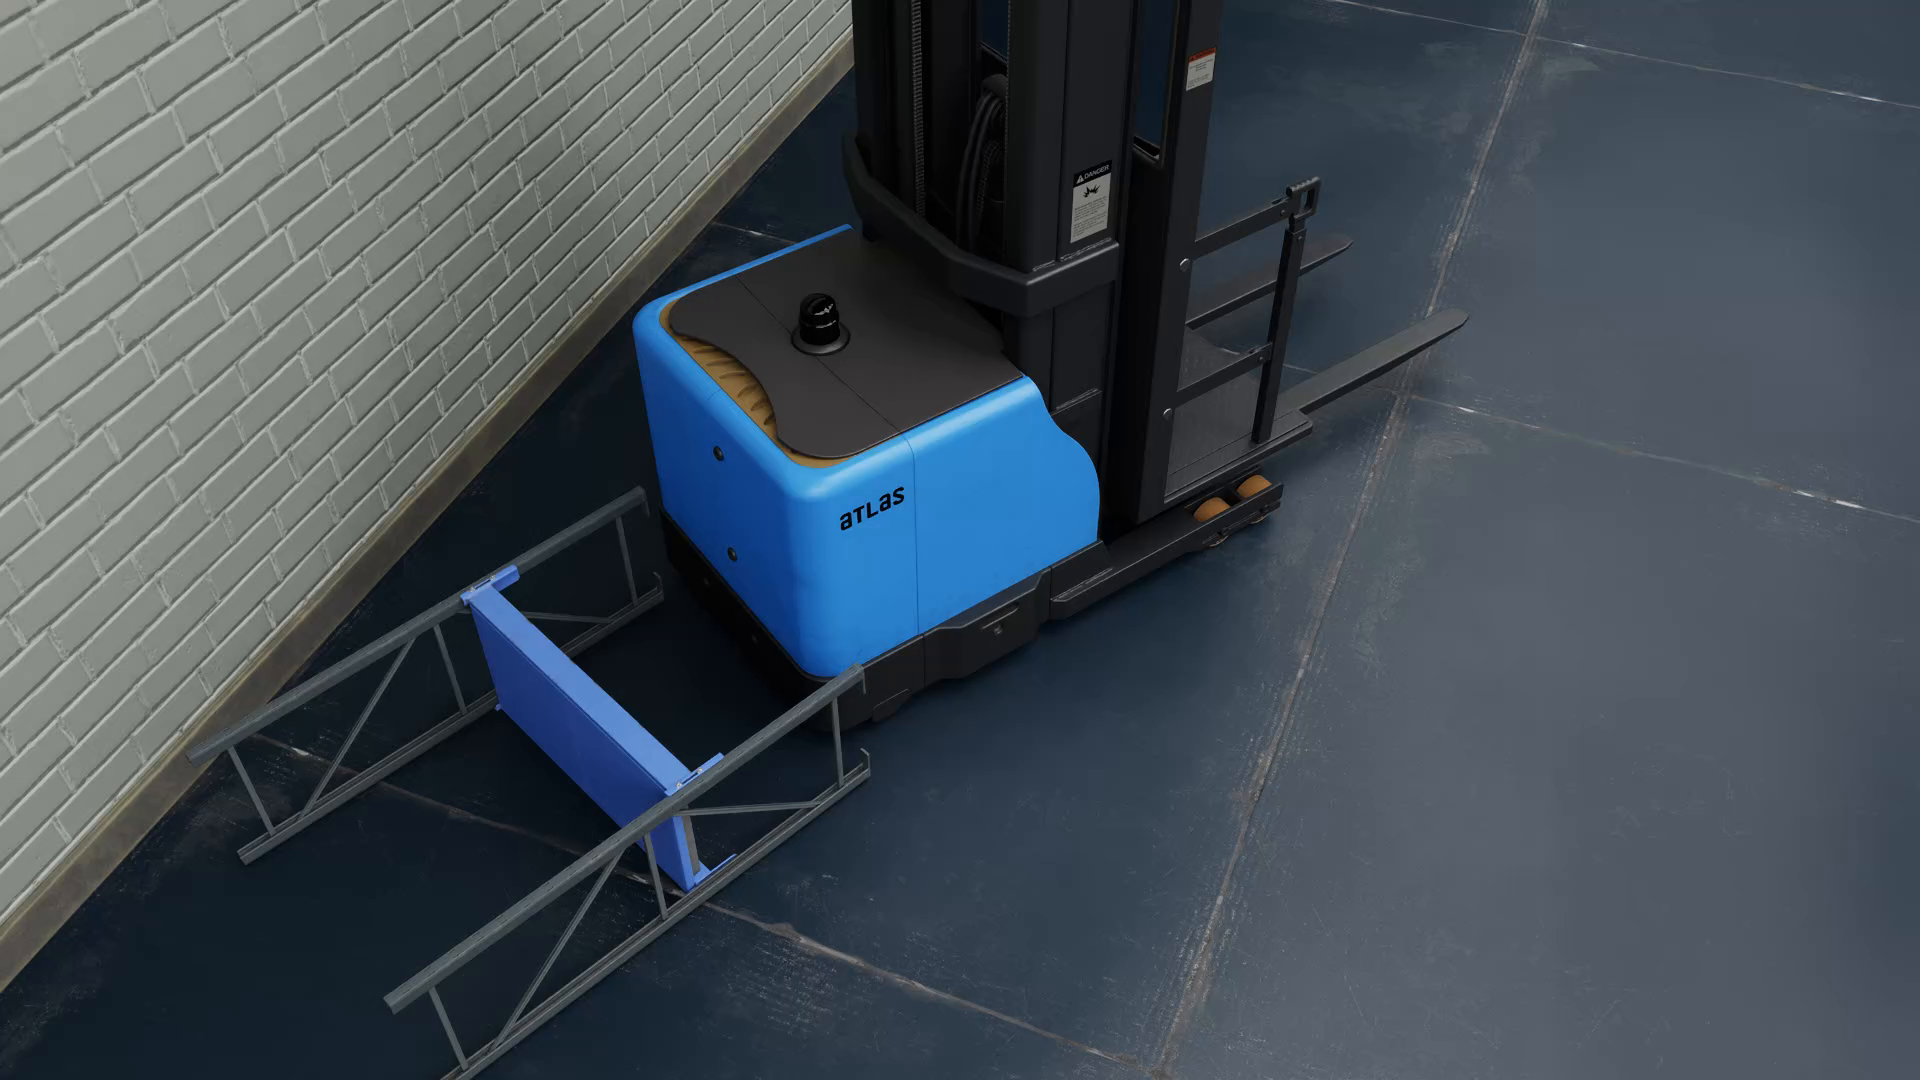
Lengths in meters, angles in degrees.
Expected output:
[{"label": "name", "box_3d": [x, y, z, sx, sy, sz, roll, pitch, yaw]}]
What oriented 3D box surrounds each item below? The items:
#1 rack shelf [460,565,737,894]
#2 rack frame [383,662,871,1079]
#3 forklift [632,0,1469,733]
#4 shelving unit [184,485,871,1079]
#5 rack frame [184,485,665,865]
[{"label": "rack shelf", "box_3d": [-1.043, 0.551, 4.814, 0.185, 0.538, 1.000, -35, 54, -30]}, {"label": "rack frame", "box_3d": [-0.817, 0.896, 4.468, 1.500, 0.500, 0.032, -35, 54, -30]}, {"label": "forklift", "box_3d": [0.505, -1.296, 4.974, 3.031, 2.935, 1.130, -27, 51, -24]}, {"label": "shelving unit", "box_3d": [-1.172, 0.640, 4.725, 1.500, 0.538, 1.048, -35, 54, -30]}, {"label": "rack frame", "box_3d": [-1.527, 0.383, 4.983, 1.500, 0.500, 0.032, -35, 54, -30]}]
